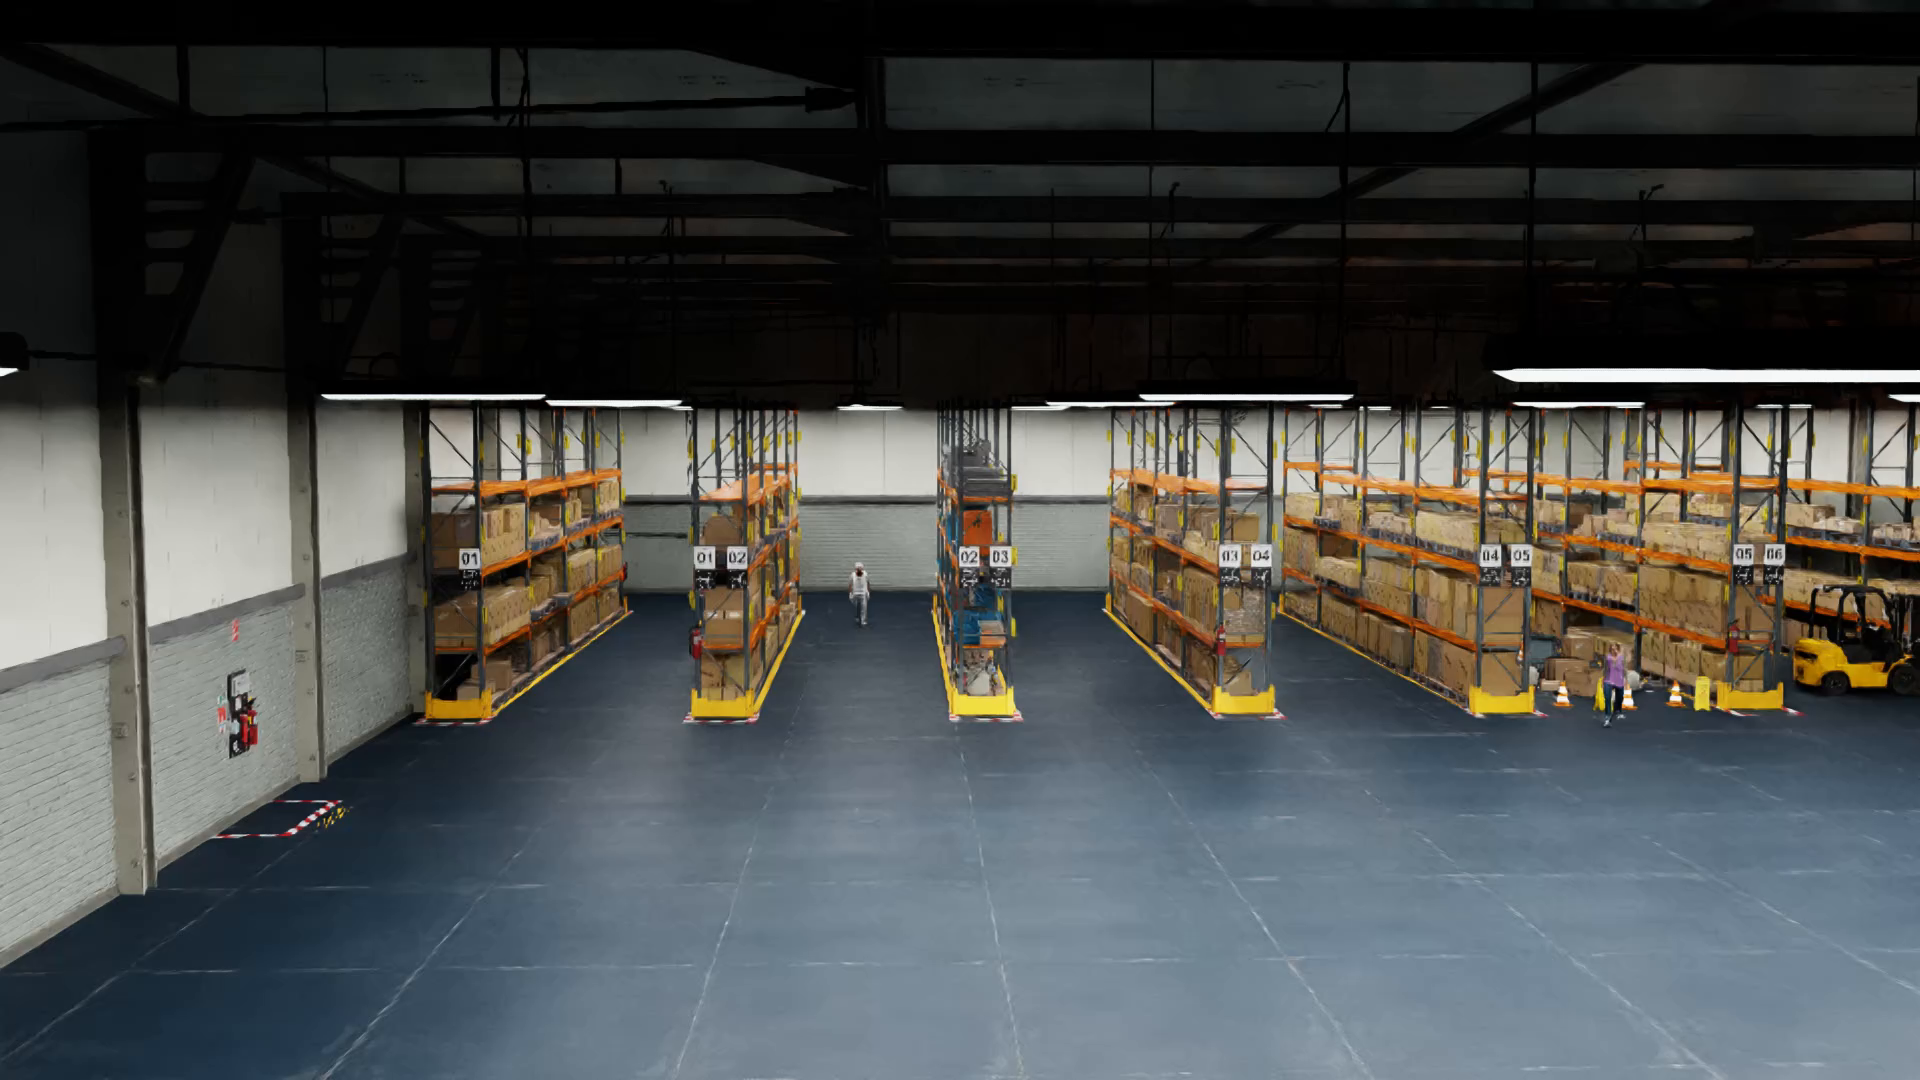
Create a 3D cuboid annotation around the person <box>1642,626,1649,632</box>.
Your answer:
[{"bbox_3d":[17.764,1.517,42.896,0.585,1.763,0.682,2,5,20],"label":"person"}]

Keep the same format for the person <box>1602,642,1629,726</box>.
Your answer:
[{"bbox_3d":[11.972,2.601,30.391,0.455,1.531,0.867,2,5,19],"label":"person"}]

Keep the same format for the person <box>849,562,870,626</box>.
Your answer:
[{"bbox_3d":[-2.693,1.423,44.486,0.566,1.706,1.122,0,4,0],"label":"person"}]

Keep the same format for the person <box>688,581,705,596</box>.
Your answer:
[{"bbox_3d":[-8.131,0.917,51.550,0.458,1.667,0.645,4,6,44],"label":"person"}]
